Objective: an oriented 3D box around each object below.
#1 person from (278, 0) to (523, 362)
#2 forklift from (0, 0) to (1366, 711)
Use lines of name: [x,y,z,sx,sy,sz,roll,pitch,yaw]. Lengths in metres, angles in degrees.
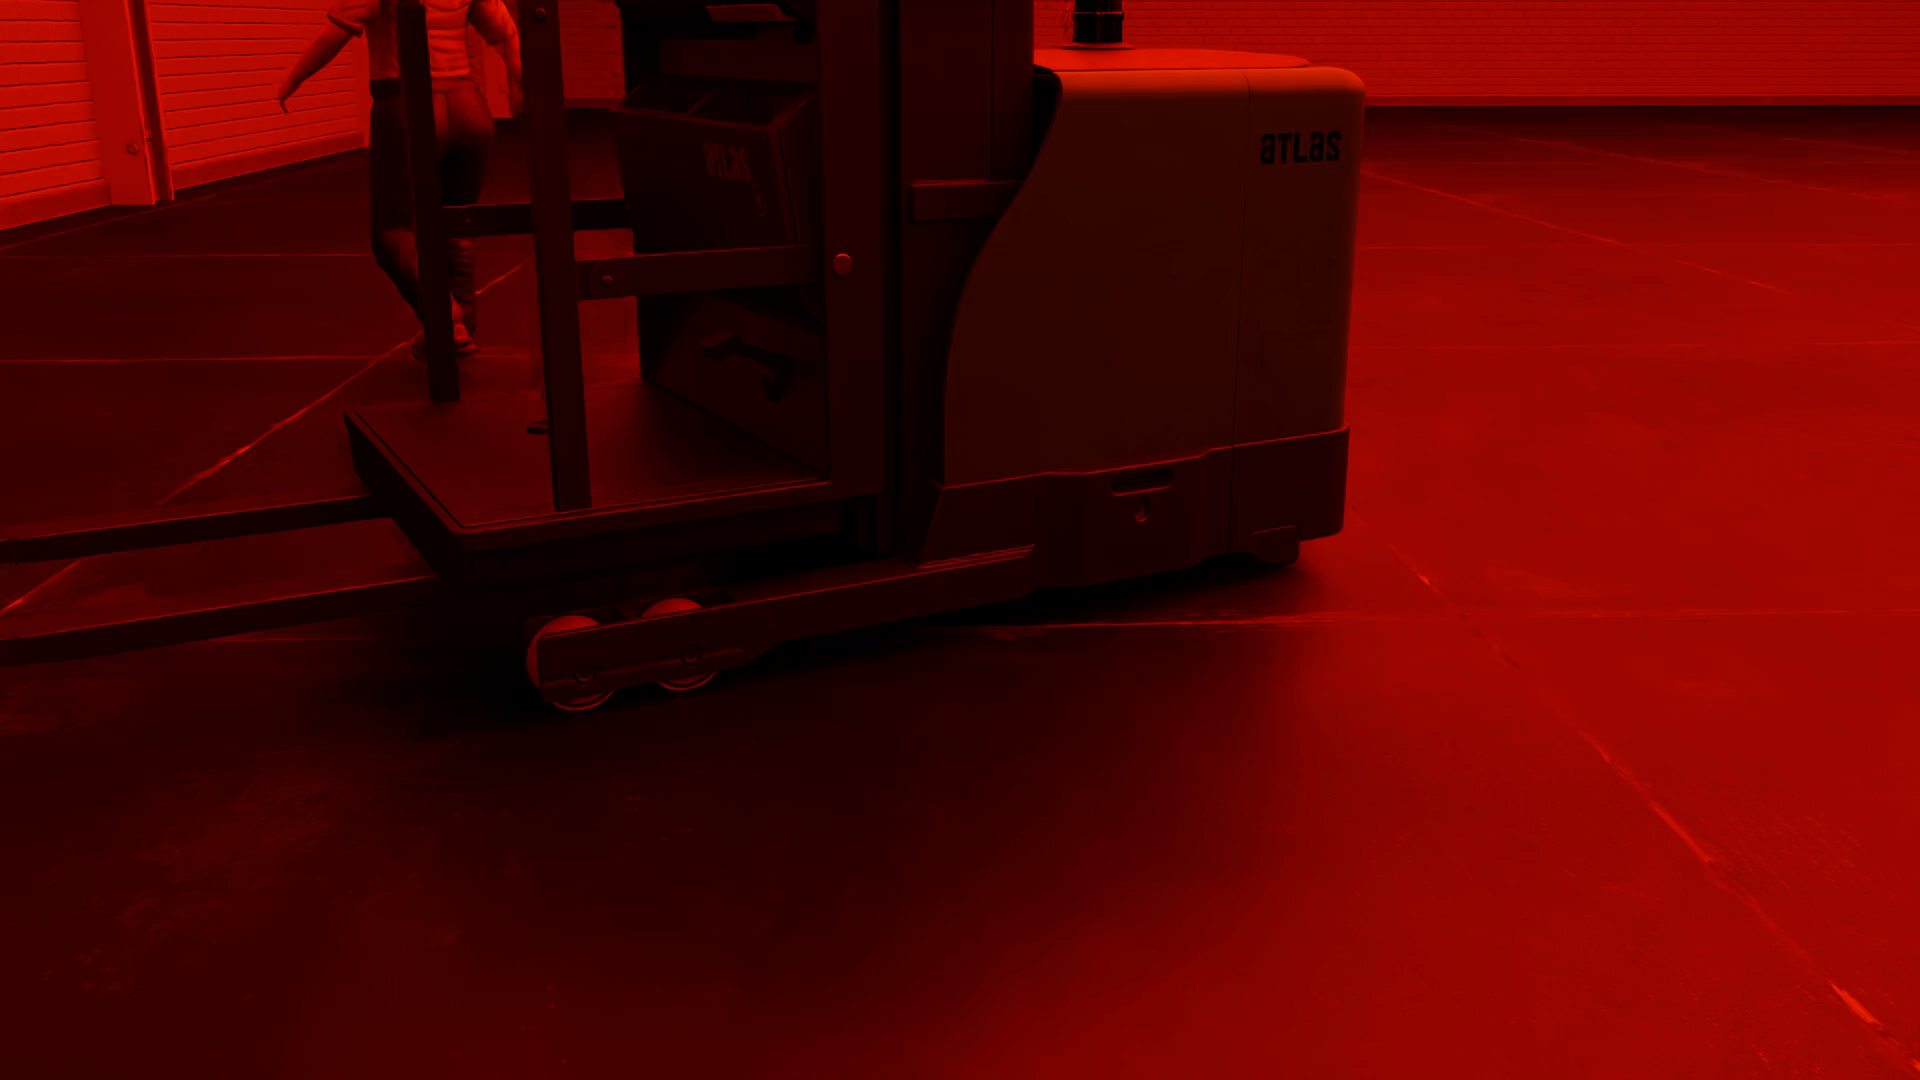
person: [-1.844,-1.427,5.822,0.829,1.632,0.689,-16,23,-42]
forklift: [-0.673,-1.276,3.078,3.031,2.935,1.130,-9,19,-27]
